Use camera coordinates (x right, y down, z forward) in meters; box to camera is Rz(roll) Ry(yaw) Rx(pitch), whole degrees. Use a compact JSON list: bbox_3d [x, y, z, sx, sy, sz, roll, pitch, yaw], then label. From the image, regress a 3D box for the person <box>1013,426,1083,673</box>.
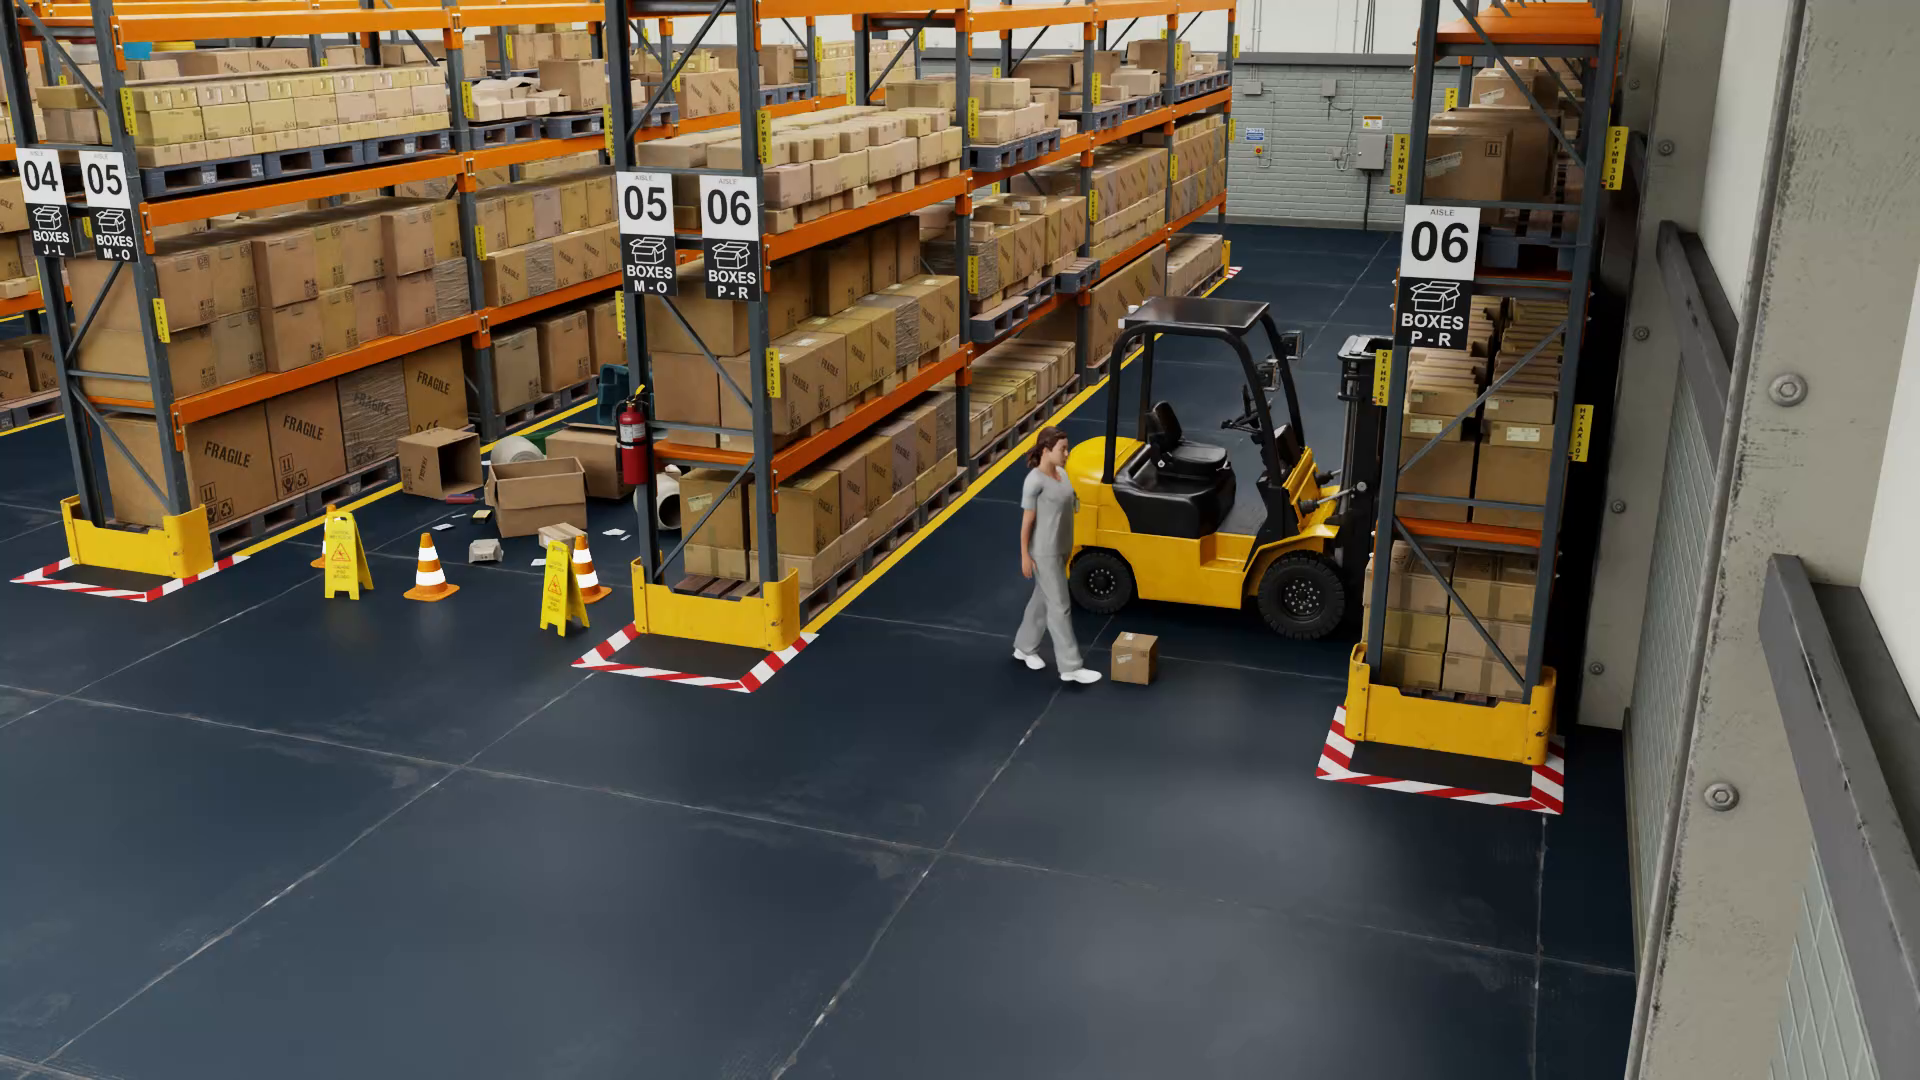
[{"bbox_3d":[0.600,0.051,10.820,0.607,1.592,0.465,13,23,33],"label":"person"}]
